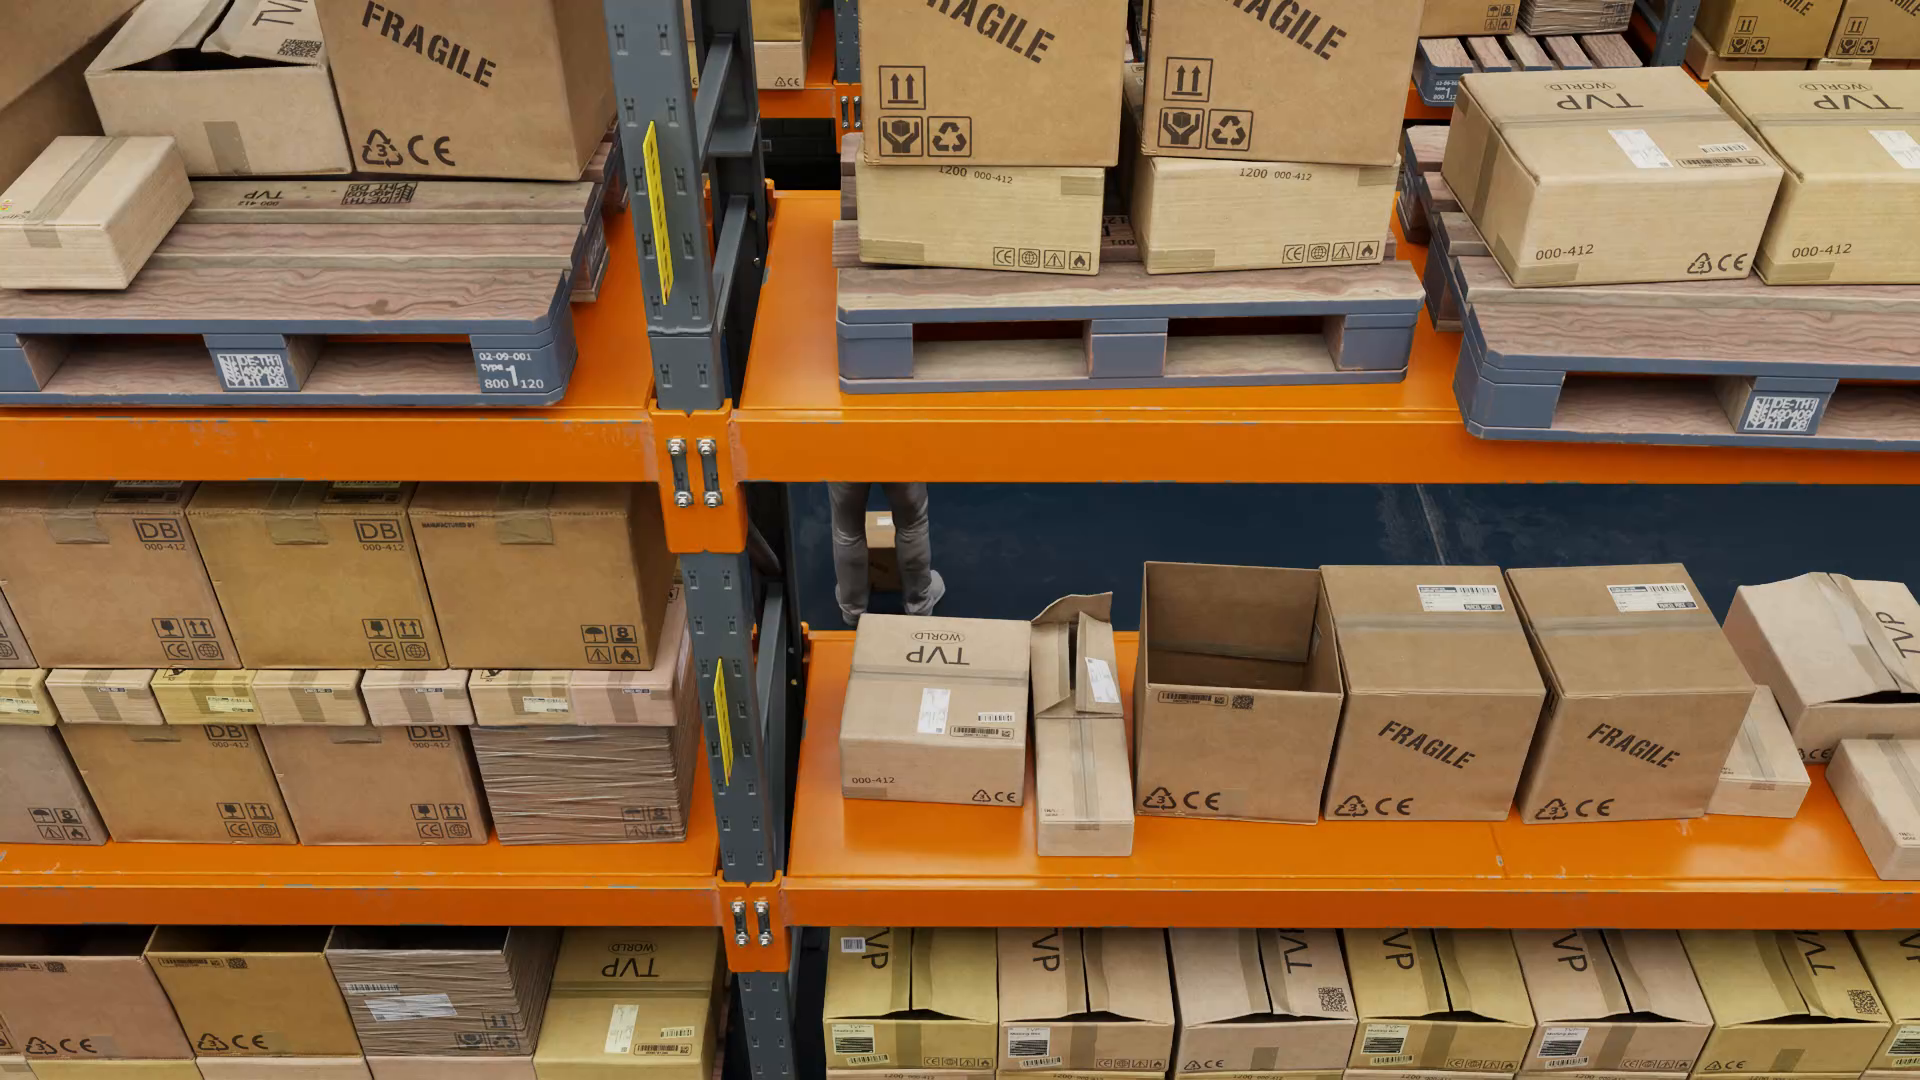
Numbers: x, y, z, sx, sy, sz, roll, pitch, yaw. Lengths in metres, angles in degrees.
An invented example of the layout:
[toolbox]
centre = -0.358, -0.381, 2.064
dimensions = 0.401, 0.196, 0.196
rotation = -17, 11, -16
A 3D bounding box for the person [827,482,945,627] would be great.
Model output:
[person]
centre = -0.349, -0.390, 6.618
dimensions = 0.625, 1.759, 0.463
rotation = -2, 39, -2
